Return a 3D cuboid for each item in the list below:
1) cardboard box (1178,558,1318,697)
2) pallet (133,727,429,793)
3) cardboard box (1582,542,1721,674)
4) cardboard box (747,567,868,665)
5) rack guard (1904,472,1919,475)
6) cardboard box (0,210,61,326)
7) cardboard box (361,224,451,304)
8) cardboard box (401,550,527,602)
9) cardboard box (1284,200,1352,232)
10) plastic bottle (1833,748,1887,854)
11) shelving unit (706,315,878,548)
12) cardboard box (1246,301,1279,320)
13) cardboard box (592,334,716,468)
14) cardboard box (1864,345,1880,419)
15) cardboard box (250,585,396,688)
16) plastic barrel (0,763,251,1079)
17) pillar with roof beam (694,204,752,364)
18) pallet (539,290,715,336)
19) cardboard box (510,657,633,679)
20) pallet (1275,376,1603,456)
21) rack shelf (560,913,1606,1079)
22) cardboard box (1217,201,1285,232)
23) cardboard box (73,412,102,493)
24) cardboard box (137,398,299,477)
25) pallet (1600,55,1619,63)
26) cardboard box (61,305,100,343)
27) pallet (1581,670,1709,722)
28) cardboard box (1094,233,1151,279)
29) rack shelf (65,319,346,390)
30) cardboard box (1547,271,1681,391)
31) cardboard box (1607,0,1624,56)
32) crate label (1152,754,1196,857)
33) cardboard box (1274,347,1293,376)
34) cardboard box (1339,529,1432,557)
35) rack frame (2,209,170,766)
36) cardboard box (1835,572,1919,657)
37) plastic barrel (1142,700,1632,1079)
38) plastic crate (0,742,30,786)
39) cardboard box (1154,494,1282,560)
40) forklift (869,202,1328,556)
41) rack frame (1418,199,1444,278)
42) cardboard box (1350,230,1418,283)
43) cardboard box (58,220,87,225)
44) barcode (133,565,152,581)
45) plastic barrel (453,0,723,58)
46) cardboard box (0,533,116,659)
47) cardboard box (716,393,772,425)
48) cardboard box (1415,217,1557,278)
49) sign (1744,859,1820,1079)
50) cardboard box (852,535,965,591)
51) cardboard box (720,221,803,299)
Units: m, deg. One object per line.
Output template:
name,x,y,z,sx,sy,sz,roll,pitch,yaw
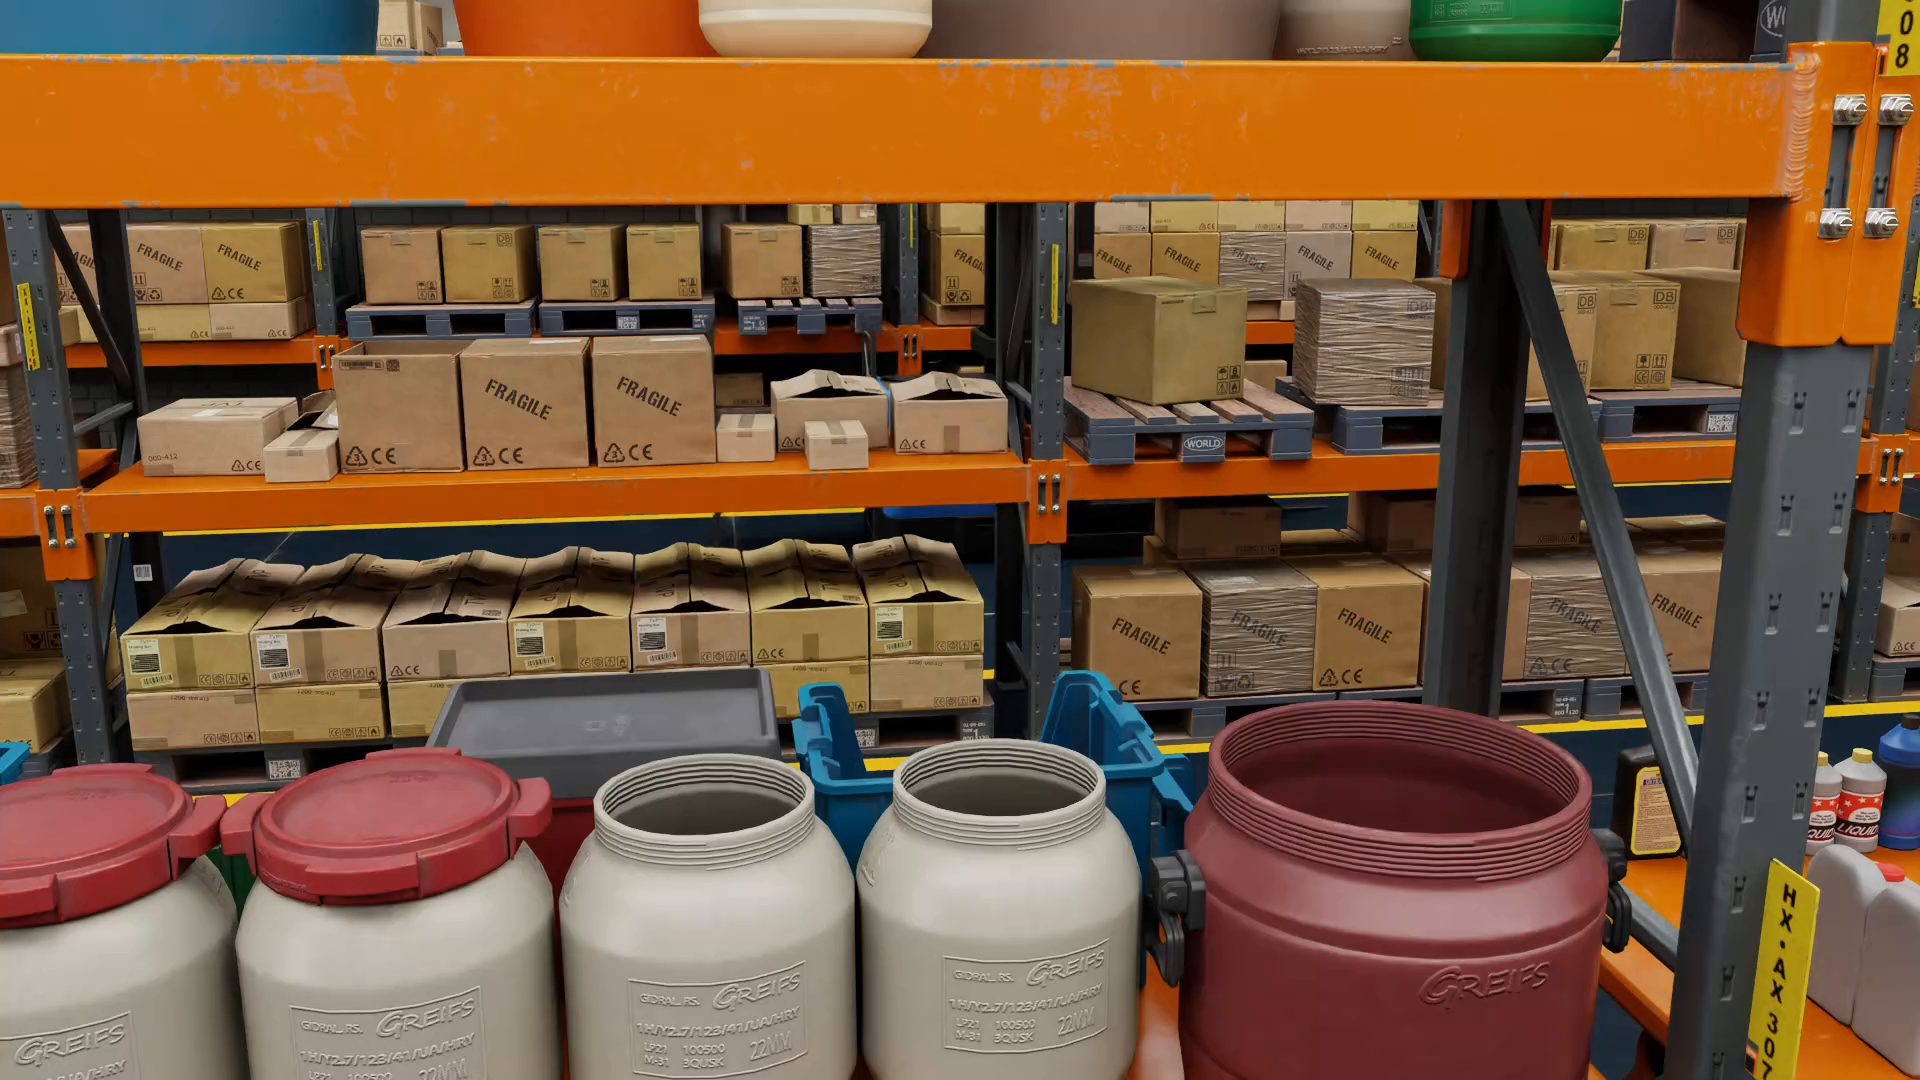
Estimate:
cardboard box,1.317,0.396,7.712,0.500,0.500,0.500,-3,14,-10
pallet,-2.925,0.826,7.494,1.213,0.211,1.003,-2,14,-8
cardboard box,3.328,0.321,8.008,0.500,0.500,0.500,-2,14,-8
cardboard box,-0.687,0.321,7.411,0.500,0.311,0.500,-2,14,-9
rack guard,7.500,-0.905,13.803,0.348,0.500,1.175,-2,14,-8
cardboard box,-4.086,-1.151,6.771,0.500,0.500,0.700,-2,14,-8
cardboard box,-3.881,-1.954,11.737,0.500,0.500,0.700,-2,14,-8
cardboard box,-2.283,0.246,7.711,0.500,0.311,0.500,-2,14,-8
cardboard box,2.591,-2.443,12.398,0.500,0.250,0.500,-2,14,-7
plastic bottle,1.820,0.524,3.376,0.097,0.201,0.097,0,14,0
shelving unit,-1.093,-0.679,10.845,1.048,1.500,0.538,-3,14,-10
cardboard box,2.216,-1.749,12.506,0.250,0.149,0.380,-2,14,-8
cardboard box,-1.349,-0.619,7.319,0.500,0.500,0.500,-3,14,-11
cardboard box,4.719,-0.909,8.473,0.500,0.500,0.500,-2,14,-7
cardboard box,-2.706,0.396,7.114,0.500,0.311,0.500,-2,14,-9
plastic barrel,-1.209,0.627,2.277,0.433,0.535,0.433,0,14,0
pillar with roof beam,-1.207,-3.862,8.123,0.400,9.000,9.100,-2,14,-8
pallet,-2.385,-1.652,12.038,1.213,0.211,1.003,-2,14,-8
cardboard box,-1.691,0.629,7.338,0.500,0.250,0.500,-2,14,-7
pallet,2.230,-0.614,7.898,1.213,0.211,1.003,-2,14,-8
rack shelf,-0.936,0.978,2.636,4.000,0.370,1.077,-2,14,-8
cardboard box,2.086,-2.425,12.324,0.500,0.250,0.500,-2,14,-7
cardboard box,-6.351,-0.576,11.588,0.500,0.500,0.700,-3,14,-12
cardboard box,-3.167,-0.446,7.142,0.500,0.250,0.500,-1,14,-5
pallet,2.583,-2.099,7.645,1.003,0.211,1.213,-2,14,-8
cardboard box,-5.802,-1.491,11.267,0.500,0.250,0.500,-2,14,-9
pallet,3.464,0.611,8.352,1.213,0.211,1.003,-2,14,-8
cardboard box,1.095,-2.020,12.251,0.500,0.500,0.500,-2,14,-9
rack shelf,-6.367,-1.260,11.560,4.000,0.370,1.077,-2,14,-8
cardboard box,3.091,-1.029,8.090,0.500,0.500,0.700,0,14,1
cardboard box,3.096,-2.506,7.606,0.600,0.600,0.600,-2,14,-9
crate label,0.569,0.563,3.156,0.416,0.233,0.303,-2,14,-8
cardboard box,2.898,-1.078,12.909,0.750,0.750,0.750,-2,14,-8
cardboard box,2.227,0.234,8.356,0.500,0.500,0.500,-3,14,-10
rack frame,-3.648,-0.490,7.011,0.127,3.000,1.000,-2,14,-8
cardboard box,4.710,0.347,8.294,0.500,0.311,0.500,-2,14,-8
plastic barrel,0.628,0.580,2.463,0.708,0.536,0.600,-2,14,-8
plastic crate,-1.869,0.594,2.719,0.575,0.384,0.392,-2,14,-8
cardboard box,1.253,-0.093,8.121,0.500,0.250,0.500,-2,14,-6
forklift,0.930,-1.441,10.941,3.031,2.935,1.130,-3,14,-10
rack frame,3.521,-1.972,12.918,0.127,3.000,1.000,-2,14,-8
cardboard box,3.102,-2.097,12.558,0.500,0.500,0.500,-2,14,-9
cardboard box,-6.403,-1.960,11.595,0.500,0.500,0.500,-2,14,-8
barcode,-3.333,0.134,6.782,0.075,0.075,0.001,-2,14,-8
plastic barrel,-0.449,-1.106,2.415,0.708,0.830,0.600,-2,14,-8
cardboard box,-4.153,0.217,7.436,0.500,0.500,0.500,-2,14,-8
cardboard box,-1.665,-0.798,12.473,0.500,0.500,0.700,-2,14,-8
cardboard box,4.060,-2.133,12.944,0.700,0.700,0.980,-2,14,-7
sign,1.131,0.609,2.291,0.005,0.325,0.100,-2,14,-8
cardboard box,-0.254,0.171,8.010,0.500,0.311,0.500,-2,14,-6
cardboard box,-1.446,-2.042,12.090,0.500,0.500,0.700,-3,14,-14
